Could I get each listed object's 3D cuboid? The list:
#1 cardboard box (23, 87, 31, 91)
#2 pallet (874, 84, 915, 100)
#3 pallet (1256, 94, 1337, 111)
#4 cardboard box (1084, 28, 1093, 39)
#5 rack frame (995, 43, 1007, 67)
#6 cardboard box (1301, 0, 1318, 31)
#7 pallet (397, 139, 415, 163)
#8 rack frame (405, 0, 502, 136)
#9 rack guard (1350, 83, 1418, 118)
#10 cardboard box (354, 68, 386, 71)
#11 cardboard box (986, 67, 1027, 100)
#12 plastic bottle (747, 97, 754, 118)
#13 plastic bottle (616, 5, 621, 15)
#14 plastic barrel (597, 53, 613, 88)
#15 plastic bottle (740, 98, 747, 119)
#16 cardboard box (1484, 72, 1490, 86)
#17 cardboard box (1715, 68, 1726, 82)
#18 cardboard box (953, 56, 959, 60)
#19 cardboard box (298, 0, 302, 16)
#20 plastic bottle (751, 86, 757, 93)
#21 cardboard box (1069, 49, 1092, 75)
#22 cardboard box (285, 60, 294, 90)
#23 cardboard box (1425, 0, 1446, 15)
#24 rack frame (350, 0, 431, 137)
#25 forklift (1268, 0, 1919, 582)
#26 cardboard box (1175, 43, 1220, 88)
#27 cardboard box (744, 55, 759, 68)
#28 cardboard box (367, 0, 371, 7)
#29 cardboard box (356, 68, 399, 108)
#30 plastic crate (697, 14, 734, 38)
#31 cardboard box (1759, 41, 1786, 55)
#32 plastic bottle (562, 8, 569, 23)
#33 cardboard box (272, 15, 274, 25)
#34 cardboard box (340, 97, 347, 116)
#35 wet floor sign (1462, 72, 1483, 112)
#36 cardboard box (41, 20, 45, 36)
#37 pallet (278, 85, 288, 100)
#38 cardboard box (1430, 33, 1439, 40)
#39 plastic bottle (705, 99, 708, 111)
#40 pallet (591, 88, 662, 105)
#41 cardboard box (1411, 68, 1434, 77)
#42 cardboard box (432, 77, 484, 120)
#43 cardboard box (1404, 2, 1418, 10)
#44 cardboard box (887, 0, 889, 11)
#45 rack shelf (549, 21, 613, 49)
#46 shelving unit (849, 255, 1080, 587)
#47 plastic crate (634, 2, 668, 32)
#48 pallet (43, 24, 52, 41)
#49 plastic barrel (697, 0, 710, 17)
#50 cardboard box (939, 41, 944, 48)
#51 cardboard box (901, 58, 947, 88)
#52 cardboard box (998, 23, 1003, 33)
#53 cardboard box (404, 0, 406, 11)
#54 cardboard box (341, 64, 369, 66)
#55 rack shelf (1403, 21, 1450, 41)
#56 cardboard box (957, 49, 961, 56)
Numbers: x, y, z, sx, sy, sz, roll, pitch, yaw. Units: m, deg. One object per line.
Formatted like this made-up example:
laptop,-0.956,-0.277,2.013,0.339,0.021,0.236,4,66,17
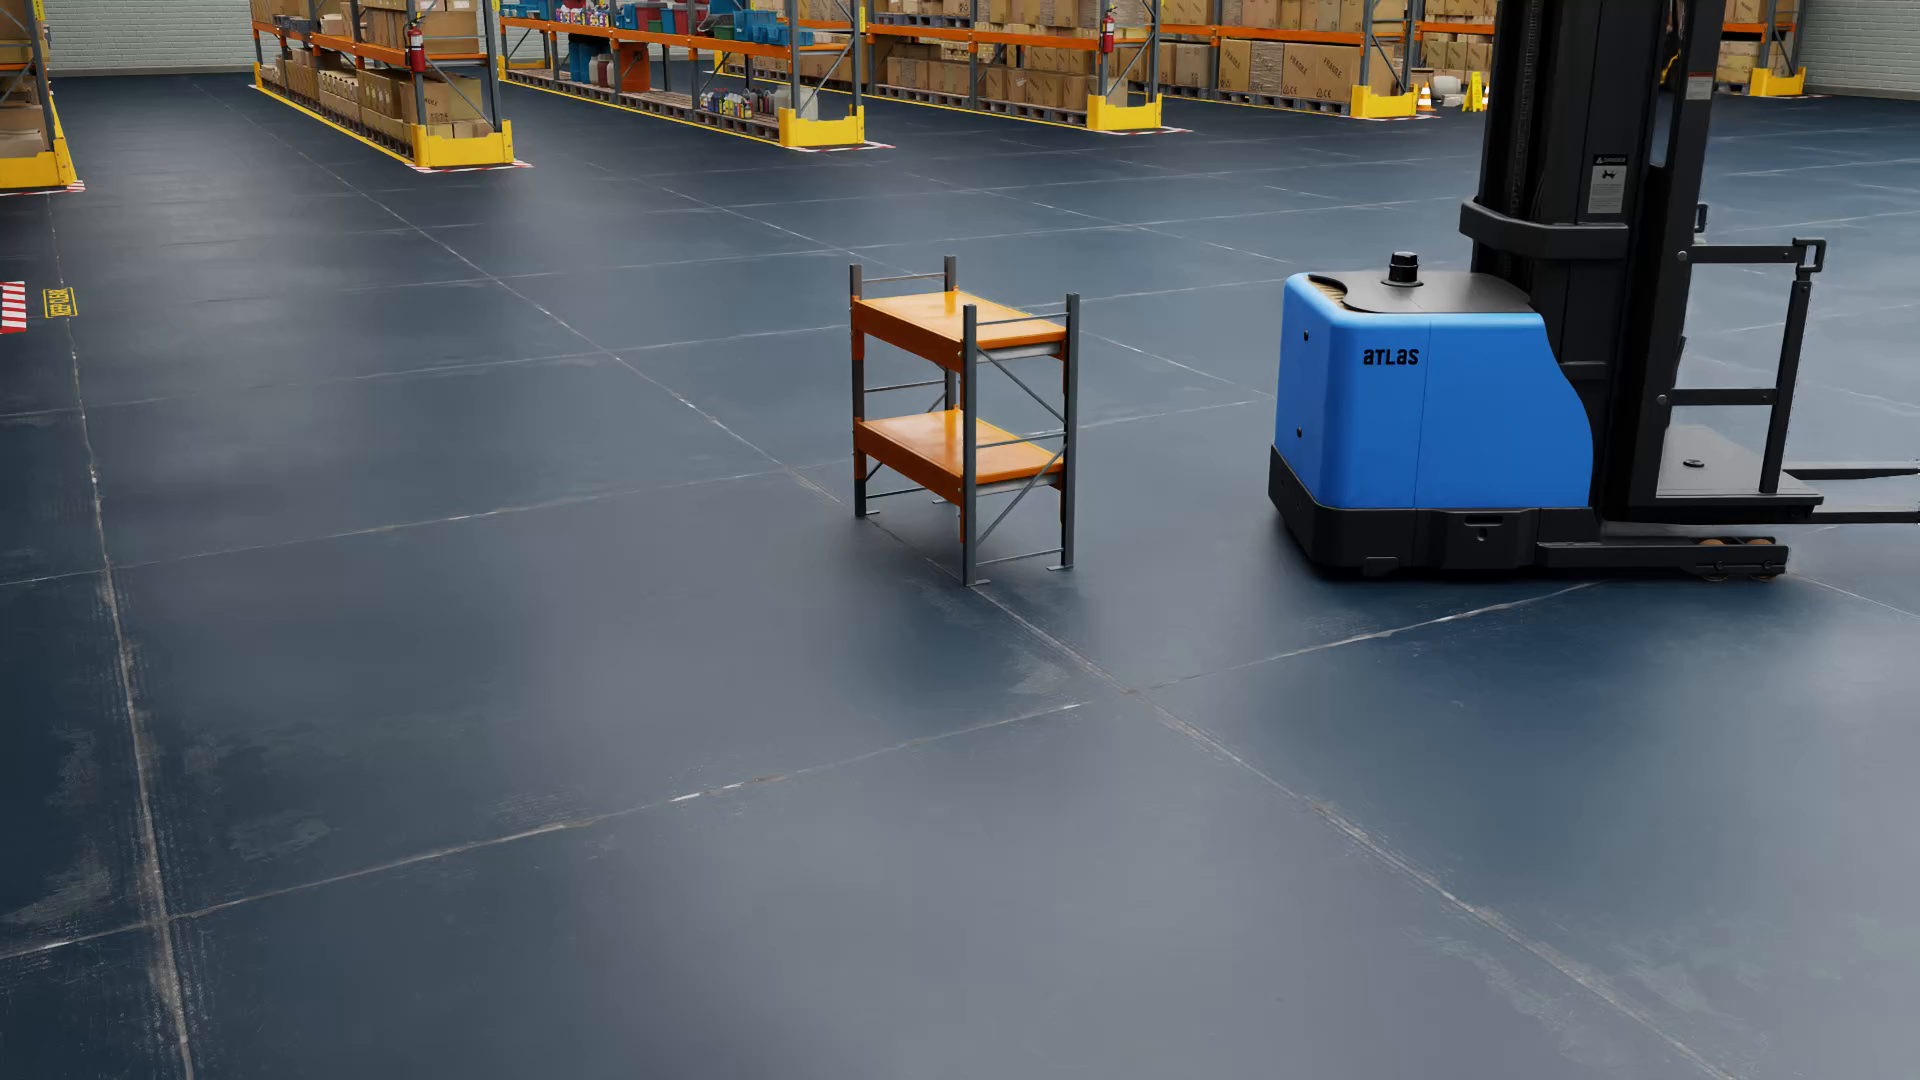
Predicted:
cardboard box,-13.309,-6.032,23.171,0.700,0.500,0.500,-10,21,-26
pallet,-0.900,-8.411,31.183,1.003,0.211,1.213,-10,21,-27
pallet,5.918,-7.645,28.964,1.003,0.211,1.213,-10,21,-27
cardboard box,2.094,-7.660,25.117,0.380,0.149,0.250,-10,21,-27
rack frame,1.244,-11.841,36.849,1.000,3.000,0.127,-10,21,-27
cardboard box,6.290,-8.902,28.100,0.875,0.550,0.550,-10,21,-27
pallet,-6.591,-5.019,21.352,1.003,0.211,1.213,-10,21,-27
rack frame,-6.191,-6.124,20.280,1.000,3.000,0.127,-10,21,-27
rack guard,6.954,-7.208,27.253,1.175,0.500,0.348,-10,21,-27
cardboard box,-9.524,-7.472,26.898,0.500,0.311,0.500,-9,21,-25
cardboard box,0.784,-7.701,28.040,0.500,0.500,0.500,-11,22,-28
plastic bottle,-3.090,-6.366,24.473,0.061,0.283,0.133,-10,21,-27
plastic bottle,-6.351,-9.720,30.777,0.144,0.351,0.185,-10,21,-27
plastic barrel,-6.412,-8.707,30.819,0.600,0.588,0.708,-10,21,-27
plastic bottle,-3.159,-6.304,24.291,0.061,0.283,0.133,-9,21,-25
cardboard box,10.137,-8.581,30.971,0.500,0.250,0.500,-11,22,-29
cardboard box,14.888,-9.091,32.450,0.500,0.250,0.500,-10,21,-27
cardboard box,0.058,-11.198,38.713,0.380,0.149,0.250,-10,21,-27
cardboard box,-10.996,-9.317,28.736,0.700,0.500,0.500,-17,25,-40
plastic bottle,-3.170,-6.854,25.782,0.144,0.351,0.185,-11,22,-28
cardboard box,2.601,-9.858,34.290,0.500,0.500,0.500,-10,21,-27
cardboard box,-11.874,-8.418,30.087,0.500,0.500,0.500,-11,22,-29
cardboard box,9.315,-10.359,31.943,0.500,0.500,0.500,-10,21,-27
rack frame,-8.090,-7.272,23.607,1.000,3.000,0.127,-10,21,-27
forklift,2.914,-1.392,6.671,3.031,2.935,1.130,0,19,-1
cardboard box,4.669,-8.844,30.968,1.050,0.750,0.750,-10,21,-27
cardboard box,-4.262,-11.012,37.059,0.875,0.875,0.875,-10,21,-27
cardboard box,-7.890,-7.373,22.752,0.380,0.149,0.250,-11,22,-28
cardboard box,-8.146,-6.344,23.339,0.500,0.500,0.500,-10,21,-27
plastic crate,-3.593,-7.839,25.345,0.767,0.338,0.504,-10,21,-27
cardboard box,15.555,-9.501,32.105,0.500,0.250,0.500,-10,22,-27
plastic bottle,-7.470,-9.979,31.643,0.152,0.276,0.135,-10,21,-27
cardboard box,-12.352,-9.720,30.547,0.500,0.500,0.500,-10,21,-26
cardboard box,-9.024,-6.537,25.049,0.500,0.250,0.500,-9,21,-25
wet floor sign,8.698,-7.582,28.114,0.267,0.644,0.232,-14,24,-36
cardboard box,-10.977,-6.125,19.332,0.500,0.500,0.500,-11,22,-28
pallet,-12.215,-8.448,31.289,1.003,0.211,1.213,-10,21,-27
cardboard box,11.204,-11.758,38.802,0.380,0.149,0.250,-11,22,-29
plastic bottle,-3.867,-6.706,25.581,0.097,0.201,0.097,0,19,0
pallet,-6.040,-8.088,30.247,1.003,0.211,1.213,-10,21,-27
cardboard box,8.662,-8.642,31.405,0.500,0.500,0.500,4,19,11
cardboard box,-6.489,-5.709,21.498,0.500,0.500,0.500,-10,21,-27
cardboard box,8.864,-10.525,32.776,0.380,0.149,0.250,-10,21,-26
cardboard box,-1.261,-10.183,31.889,0.500,0.500,0.500,-9,21,-25
rack shelf,-6.578,-9.421,30.937,1.077,0.370,4.000,-10,21,-27
shelving unit,-0.003,-0.534,6.954,0.538,1.125,1.048,-10,21,-27
plastic crate,-5.131,-8.705,27.663,0.402,0.464,0.583,-10,21,-27
pallet,-13.915,-7.373,24.195,1.213,0.211,1.003,-10,21,-27
plastic barrel,-3.991,-8.411,26.700,0.433,0.535,0.433,0,19,0
cardboard box,-0.272,-11.707,39.276,0.380,0.149,0.250,-11,22,-29
cardboard box,-0.659,-8.634,30.711,0.700,0.500,0.500,-12,22,-31
cardboard box,0.844,-8.367,27.165,0.380,0.149,0.250,-10,21,-27
cardboard box,-6.666,-6.633,20.607,0.380,0.149,0.250,-9,21,-25
cardboard box,-10.442,-7.916,28.631,0.500,0.500,0.500,-10,22,-27
rack shelf,8.401,-10.574,34.281,1.077,0.370,4.000,-10,21,-27
cardboard box,0.162,-11.344,38.680,0.380,0.149,0.250,-9,21,-24
